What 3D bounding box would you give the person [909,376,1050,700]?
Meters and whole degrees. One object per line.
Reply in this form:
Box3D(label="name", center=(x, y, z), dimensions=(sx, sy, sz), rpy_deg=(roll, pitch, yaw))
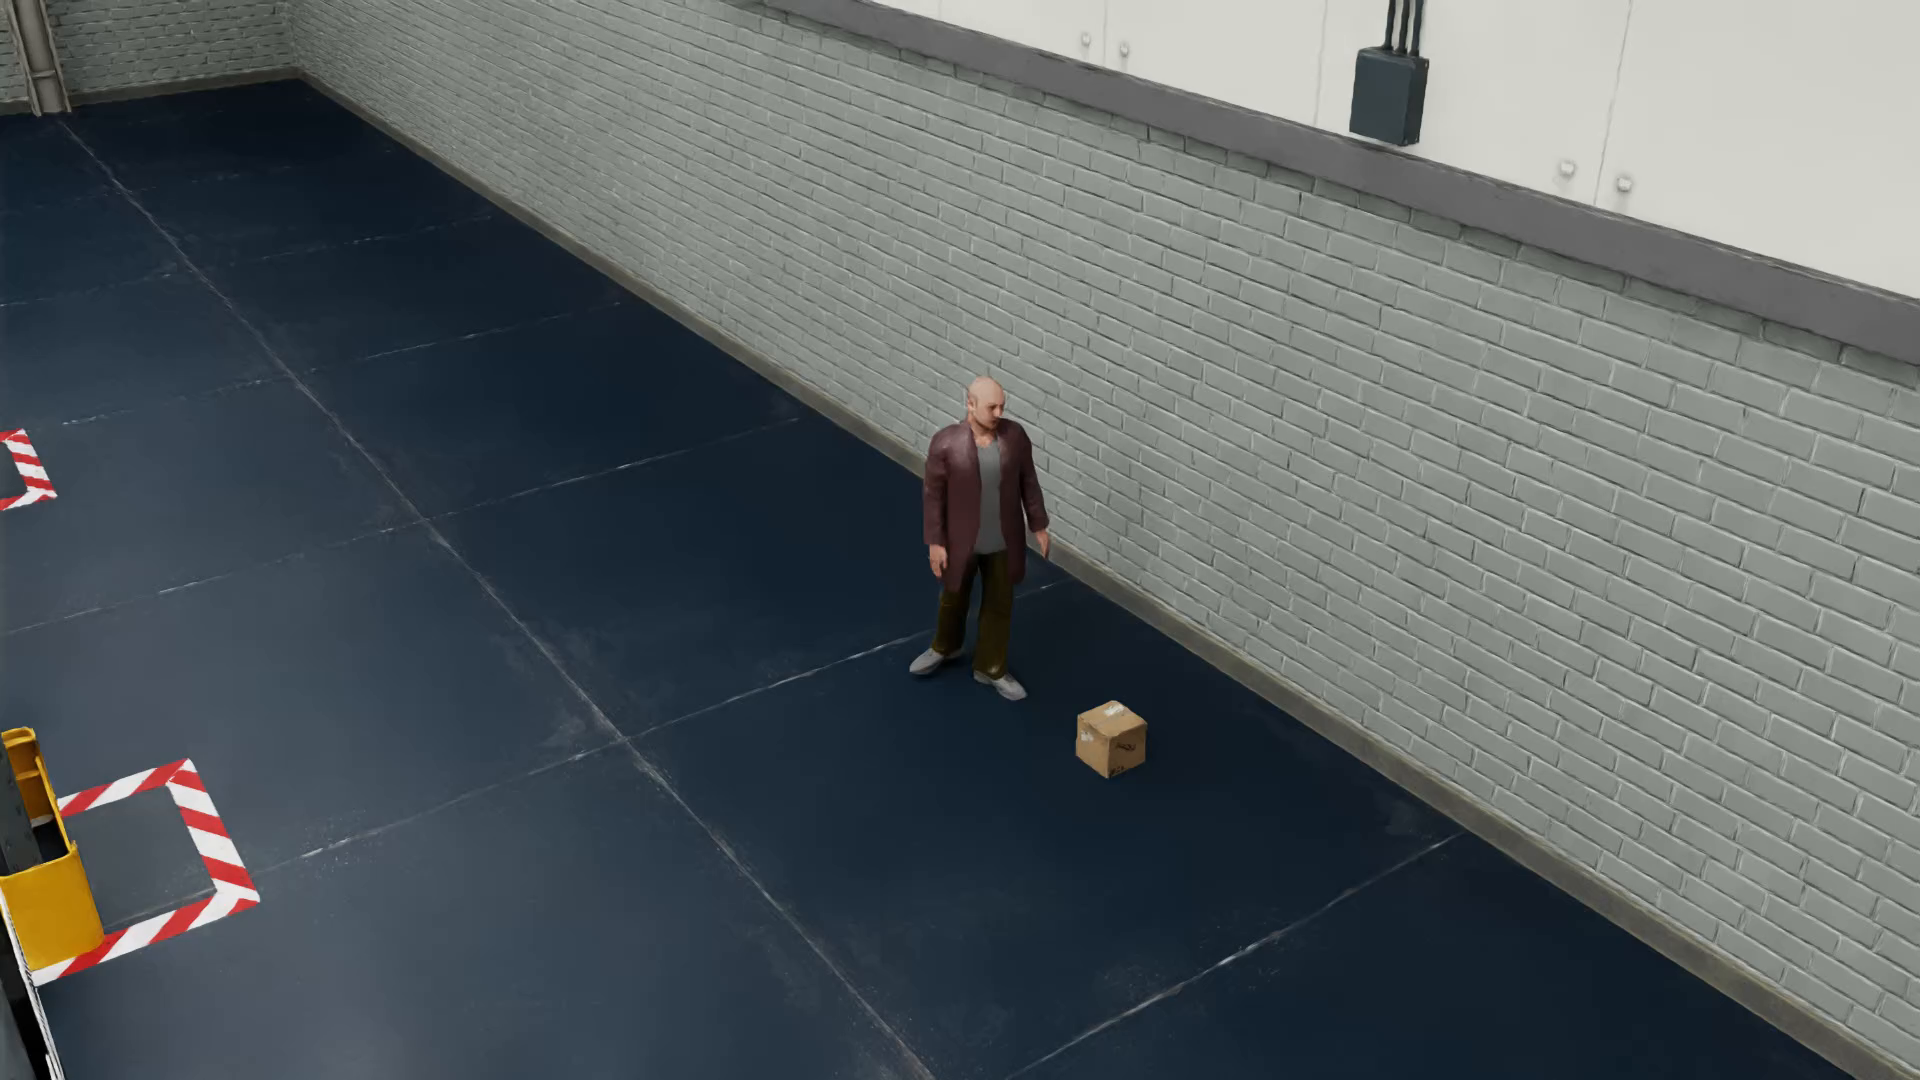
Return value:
Box3D(label="person", center=(0.101, -0.026, 8.684), dimensions=(0.740, 1.780, 0.564), rpy_deg=(-6, 29, -11))
